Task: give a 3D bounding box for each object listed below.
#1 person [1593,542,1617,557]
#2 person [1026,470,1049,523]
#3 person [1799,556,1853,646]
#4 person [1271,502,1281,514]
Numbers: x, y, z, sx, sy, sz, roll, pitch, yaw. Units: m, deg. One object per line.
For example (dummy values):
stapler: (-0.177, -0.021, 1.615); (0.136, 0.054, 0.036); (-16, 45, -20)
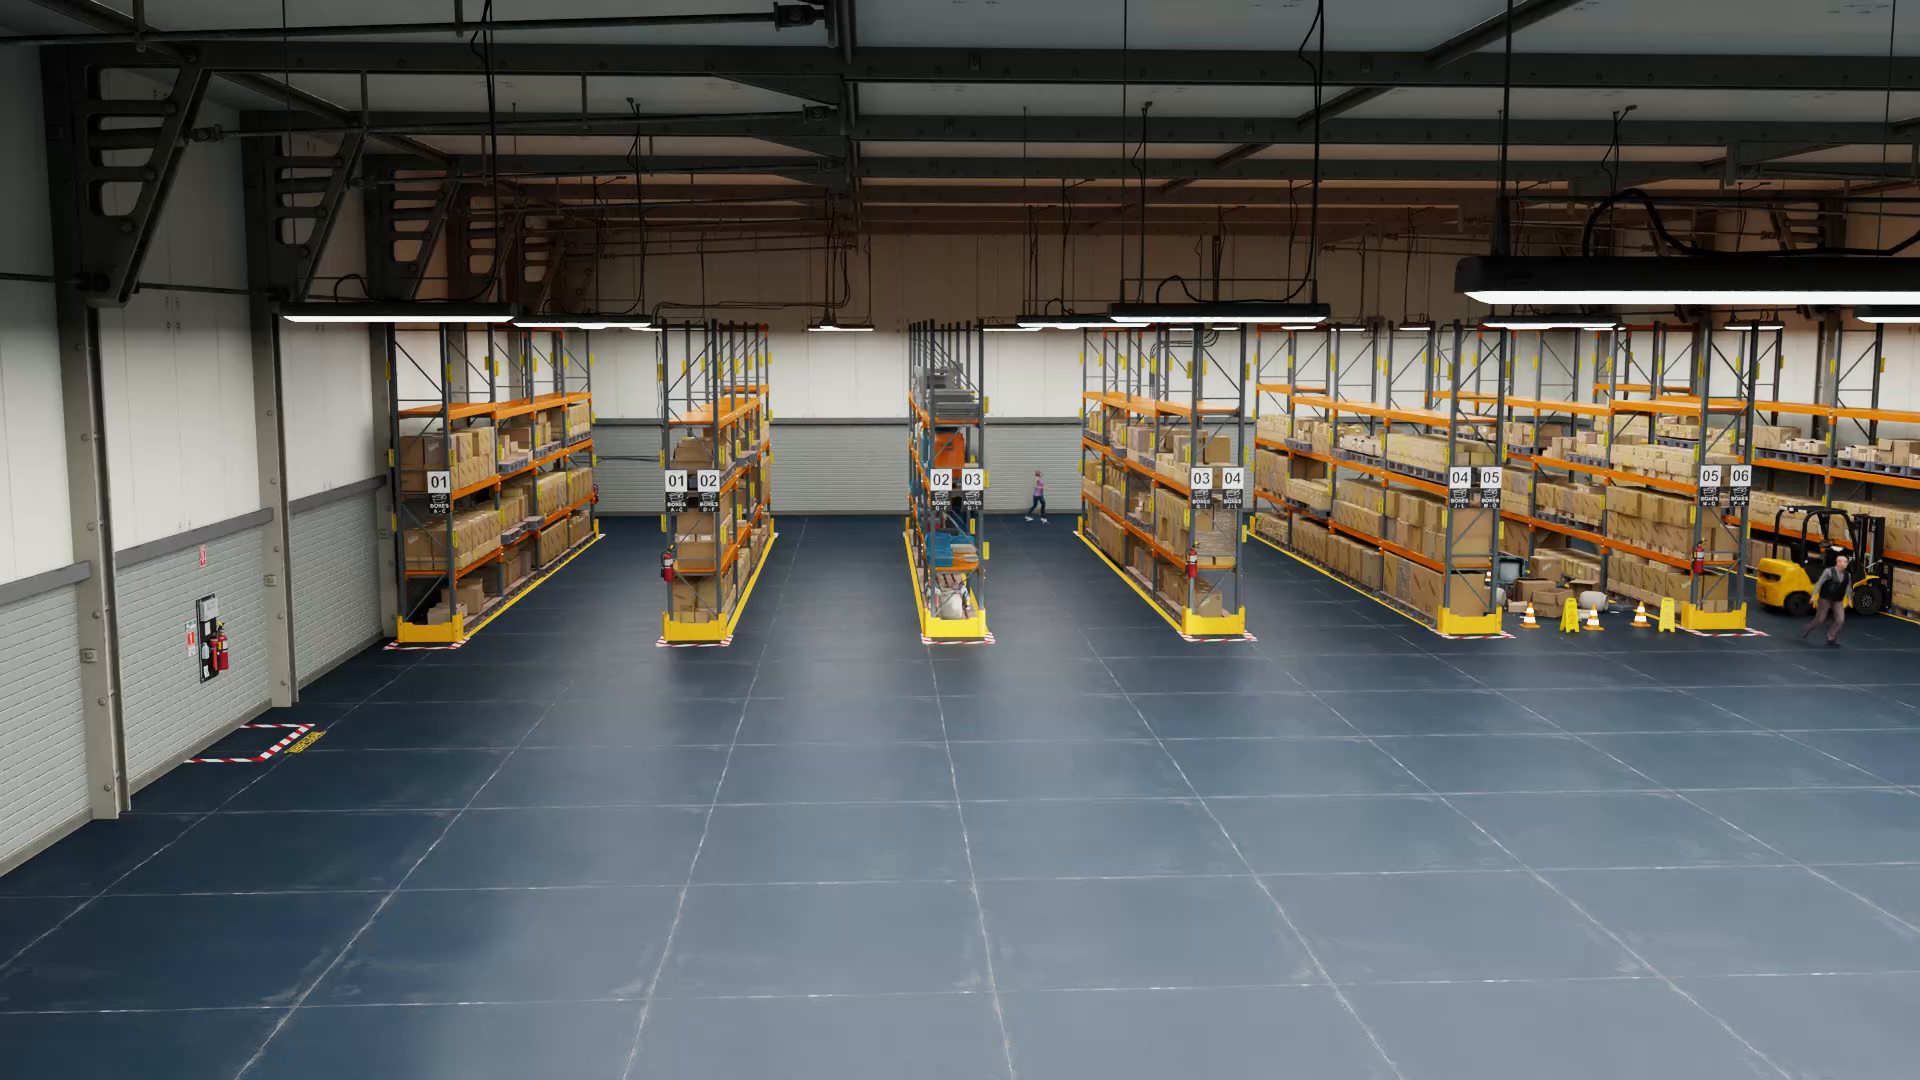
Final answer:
person: (16.091, -0.222, 41.406); (0.666, 1.726, 0.992); (-1, 7, -9)
person: (2.349, -1.317, 50.647); (0.743, 1.611, 0.539); (4, 8, 29)
person: (16.066, 1.095, 30.812); (0.730, 1.666, 0.731); (-1, 7, -9)
person: (9.383, -1.144, 48.816); (0.725, 1.717, 0.682); (0, 7, 3)
